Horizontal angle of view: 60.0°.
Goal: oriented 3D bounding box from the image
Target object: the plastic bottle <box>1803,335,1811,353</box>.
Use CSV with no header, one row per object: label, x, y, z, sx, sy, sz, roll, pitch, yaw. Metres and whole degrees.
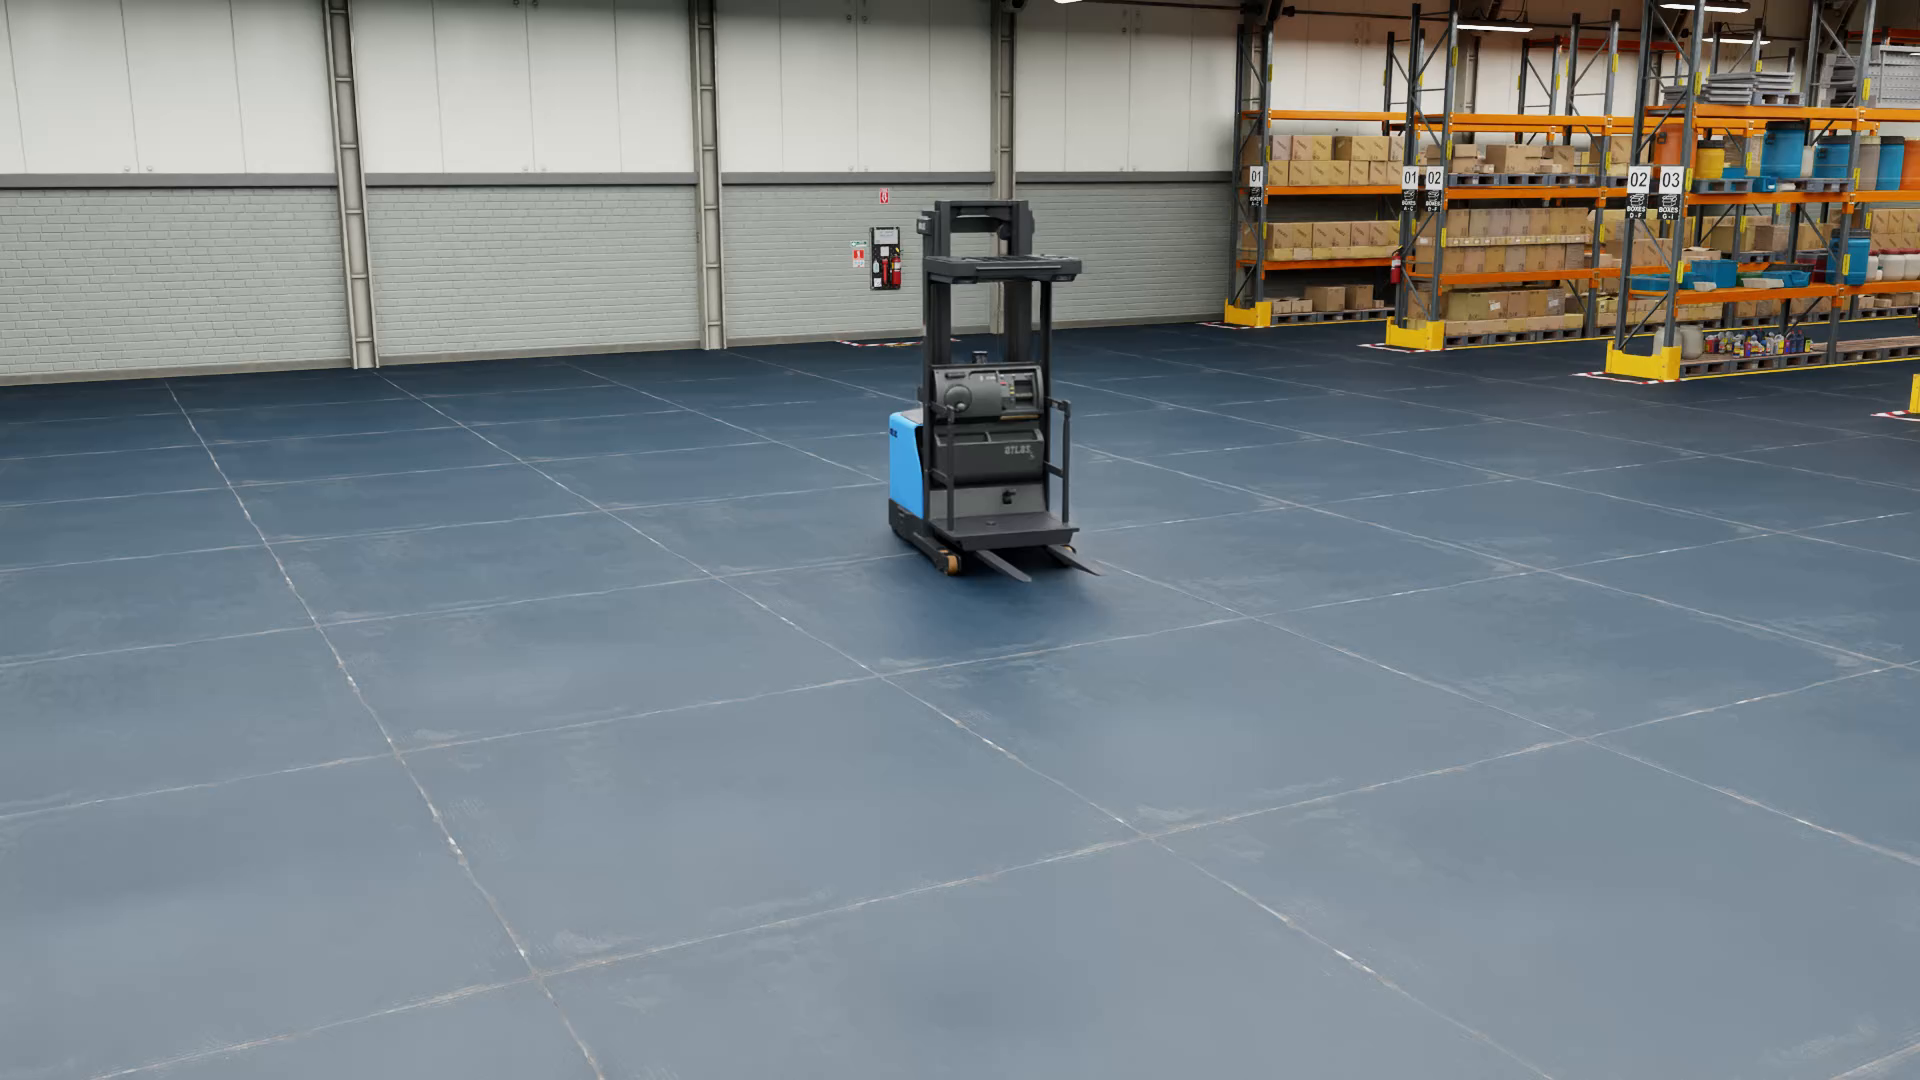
plastic bottle,13.887,-3.222,27.280,0.133,0.283,0.061,-6,14,-25

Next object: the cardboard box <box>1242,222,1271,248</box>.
cardboard box,6.205,-6.328,34.485,0.500,0.500,0.500,-7,14,-28

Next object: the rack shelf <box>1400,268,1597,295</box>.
rack shelf,10.025,-4.841,30.925,4.000,0.370,1.077,-7,14,-28

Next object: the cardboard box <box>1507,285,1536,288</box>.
cardboard box,10.788,-4.589,31.765,0.500,0.500,0.500,-7,14,-28

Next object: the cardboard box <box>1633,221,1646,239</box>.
cardboard box,15.698,-7.249,39.036,0.500,0.500,0.500,-7,14,-27

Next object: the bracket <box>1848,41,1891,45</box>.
bracket,23.988,-12.915,43.301,3.189,0.066,0.076,-7,14,-28

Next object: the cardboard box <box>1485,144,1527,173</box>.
cardboard box,9.858,-6.889,30.051,0.500,0.500,0.500,-7,14,-28

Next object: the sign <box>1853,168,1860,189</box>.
sign,14.405,-5.808,26.731,0.005,0.325,0.100,-7,14,-28

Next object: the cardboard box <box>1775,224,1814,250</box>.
cardboard box,17.281,-6.299,34.584,0.500,0.500,0.700,-12,17,-42

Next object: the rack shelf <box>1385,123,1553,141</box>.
rack shelf,11.159,-8.947,36.420,4.000,0.370,1.077,-7,14,-28

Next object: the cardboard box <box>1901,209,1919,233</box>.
cardboard box,20.255,-6.884,35.860,0.500,0.500,0.500,-7,15,-30

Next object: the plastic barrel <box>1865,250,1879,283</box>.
plastic barrel,15.096,-4.572,27.782,0.433,0.535,0.433,0,13,0

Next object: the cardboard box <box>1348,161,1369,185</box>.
cardboard box,8.161,-7.661,34.714,0.500,0.500,0.500,-7,15,-30

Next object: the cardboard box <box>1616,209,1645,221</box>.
cardboard box,15.685,-7.617,38.964,0.500,0.250,0.500,-6,14,-27

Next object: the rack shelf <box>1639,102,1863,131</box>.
rack shelf,12.395,-6.617,26.067,4.000,0.370,1.077,-7,14,-28

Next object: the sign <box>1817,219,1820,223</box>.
sign,18.536,-6.770,35.886,0.005,0.325,0.100,-7,14,-28

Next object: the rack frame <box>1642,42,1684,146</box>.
rack frame,16.426,-10.125,39.102,0.127,3.000,1.000,-7,14,-28

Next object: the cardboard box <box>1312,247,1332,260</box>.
cardboard box,7.372,-5.972,34.609,0.500,0.250,0.500,-7,15,-29

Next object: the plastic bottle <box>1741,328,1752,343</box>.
plastic bottle,13.078,-3.344,27.670,0.185,0.351,0.144,-8,15,-30

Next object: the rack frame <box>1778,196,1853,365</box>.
rack frame,14.151,-4.447,27.537,0.127,3.000,1.000,-7,14,-28

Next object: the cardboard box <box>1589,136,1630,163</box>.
cardboard box,12.341,-7.420,31.594,0.500,0.500,0.500,-7,14,-27

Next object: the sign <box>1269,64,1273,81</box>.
sign,6.153,-9.252,32.916,0.005,0.325,0.100,-7,14,-28

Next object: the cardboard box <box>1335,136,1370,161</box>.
cardboard box,8.165,-8.144,34.584,0.500,0.500,0.500,-7,15,-30

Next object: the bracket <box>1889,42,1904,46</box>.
bracket,24.507,-12.977,43.577,0.430,0.232,0.235,-7,14,-28

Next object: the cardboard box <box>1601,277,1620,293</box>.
cardboard box,15.139,-6.166,39.117,0.750,0.750,0.750,-6,14,-26

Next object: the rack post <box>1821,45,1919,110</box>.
rack post,15.838,-7.695,27.851,3.121,1.000,1.013,-7,14,-28

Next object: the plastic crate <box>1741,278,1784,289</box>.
plastic crate,12.847,-4.099,26.590,0.437,0.136,0.530,-7,14,-28

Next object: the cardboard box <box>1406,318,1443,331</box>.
cardboard box,8.599,-3.958,30.670,0.500,0.250,0.500,-7,14,-28

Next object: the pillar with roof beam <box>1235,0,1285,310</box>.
pillar with roof beam,8.156,-8.273,30.874,0.548,9.000,9.100,-7,14,-28

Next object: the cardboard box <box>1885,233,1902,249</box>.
cardboard box,19.828,-6.348,35.756,0.500,0.500,0.500,-7,14,-27

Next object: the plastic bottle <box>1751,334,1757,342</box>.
plastic bottle,13.174,-3.287,27.595,0.097,0.271,0.097,0,13,0

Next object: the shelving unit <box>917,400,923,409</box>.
shelving unit,-0.266,-0.744,15.179,0.189,1.200,0.258,-4,13,-18

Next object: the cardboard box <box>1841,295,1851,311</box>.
cardboard box,18.507,-5.132,35.270,0.500,0.500,0.500,-7,14,-28

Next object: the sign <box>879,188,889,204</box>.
sign,-1.416,-6.441,31.119,0.199,0.298,0.001,-7,14,-28

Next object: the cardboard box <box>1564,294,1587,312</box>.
cardboard box,11.999,-4.637,32.410,0.500,0.311,0.500,-7,14,-28

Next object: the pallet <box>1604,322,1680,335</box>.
pallet,13.481,-4.256,33.039,1.213,0.211,1.003,-7,14,-28

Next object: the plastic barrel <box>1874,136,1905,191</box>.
plastic barrel,15.641,-6.388,28.188,0.708,0.901,0.600,-7,14,-28

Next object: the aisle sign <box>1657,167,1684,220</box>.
aisle sign,10.717,-5.230,25.098,0.004,0.787,0.394,-7,14,-28

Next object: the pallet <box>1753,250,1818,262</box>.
pallet,16.996,-5.935,34.585,1.213,0.211,1.003,-7,14,-28

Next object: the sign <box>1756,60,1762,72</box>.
sign,15.561,-9.176,32.398,0.005,0.325,0.100,-7,14,-28

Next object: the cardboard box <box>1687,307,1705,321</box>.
cardboard box,14.496,-4.529,33.207,0.500,0.250,0.500,-7,14,-29

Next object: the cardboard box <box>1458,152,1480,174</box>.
cardboard box,11.005,-8.245,36.398,0.500,0.500,0.500,-7,15,-30

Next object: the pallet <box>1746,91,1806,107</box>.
pallet,12.368,-6.865,25.960,1.213,0.211,1.003,-7,14,-28

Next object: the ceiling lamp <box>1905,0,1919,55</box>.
ceiling lamp,23.503,-13.189,39.423,0.800,3.185,2.000,-7,14,-28

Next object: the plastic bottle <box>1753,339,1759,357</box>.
plastic bottle,12.769,-3.087,26.706,0.097,0.271,0.097,0,13,0

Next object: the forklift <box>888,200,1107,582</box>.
forklift,0.307,-1.245,13.465,1.130,2.935,3.031,-4,13,-18

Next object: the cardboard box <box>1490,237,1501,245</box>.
cardboard box,9.623,-5.455,30.312,0.250,0.149,0.380,-7,15,-30

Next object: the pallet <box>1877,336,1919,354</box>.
pallet,16.963,-3.433,29.384,1.213,0.211,1.003,-7,14,-28

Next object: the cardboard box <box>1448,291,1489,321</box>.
cardboard box,9.285,-4.277,30.380,0.500,0.500,0.500,-7,14,-28

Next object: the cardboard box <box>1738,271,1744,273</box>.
cardboard box,18.931,-6.458,41.212,0.500,0.500,0.700,-7,14,-28

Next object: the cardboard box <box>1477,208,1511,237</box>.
cardboard box,9.633,-5.825,30.476,0.500,0.500,0.700,-7,14,-28

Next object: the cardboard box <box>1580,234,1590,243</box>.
cardboard box,11.645,-5.697,31.388,0.250,0.149,0.380,-7,14,-28

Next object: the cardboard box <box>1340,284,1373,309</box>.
cardboard box,8.512,-5.234,35.728,0.500,0.500,0.500,-8,15,-32
